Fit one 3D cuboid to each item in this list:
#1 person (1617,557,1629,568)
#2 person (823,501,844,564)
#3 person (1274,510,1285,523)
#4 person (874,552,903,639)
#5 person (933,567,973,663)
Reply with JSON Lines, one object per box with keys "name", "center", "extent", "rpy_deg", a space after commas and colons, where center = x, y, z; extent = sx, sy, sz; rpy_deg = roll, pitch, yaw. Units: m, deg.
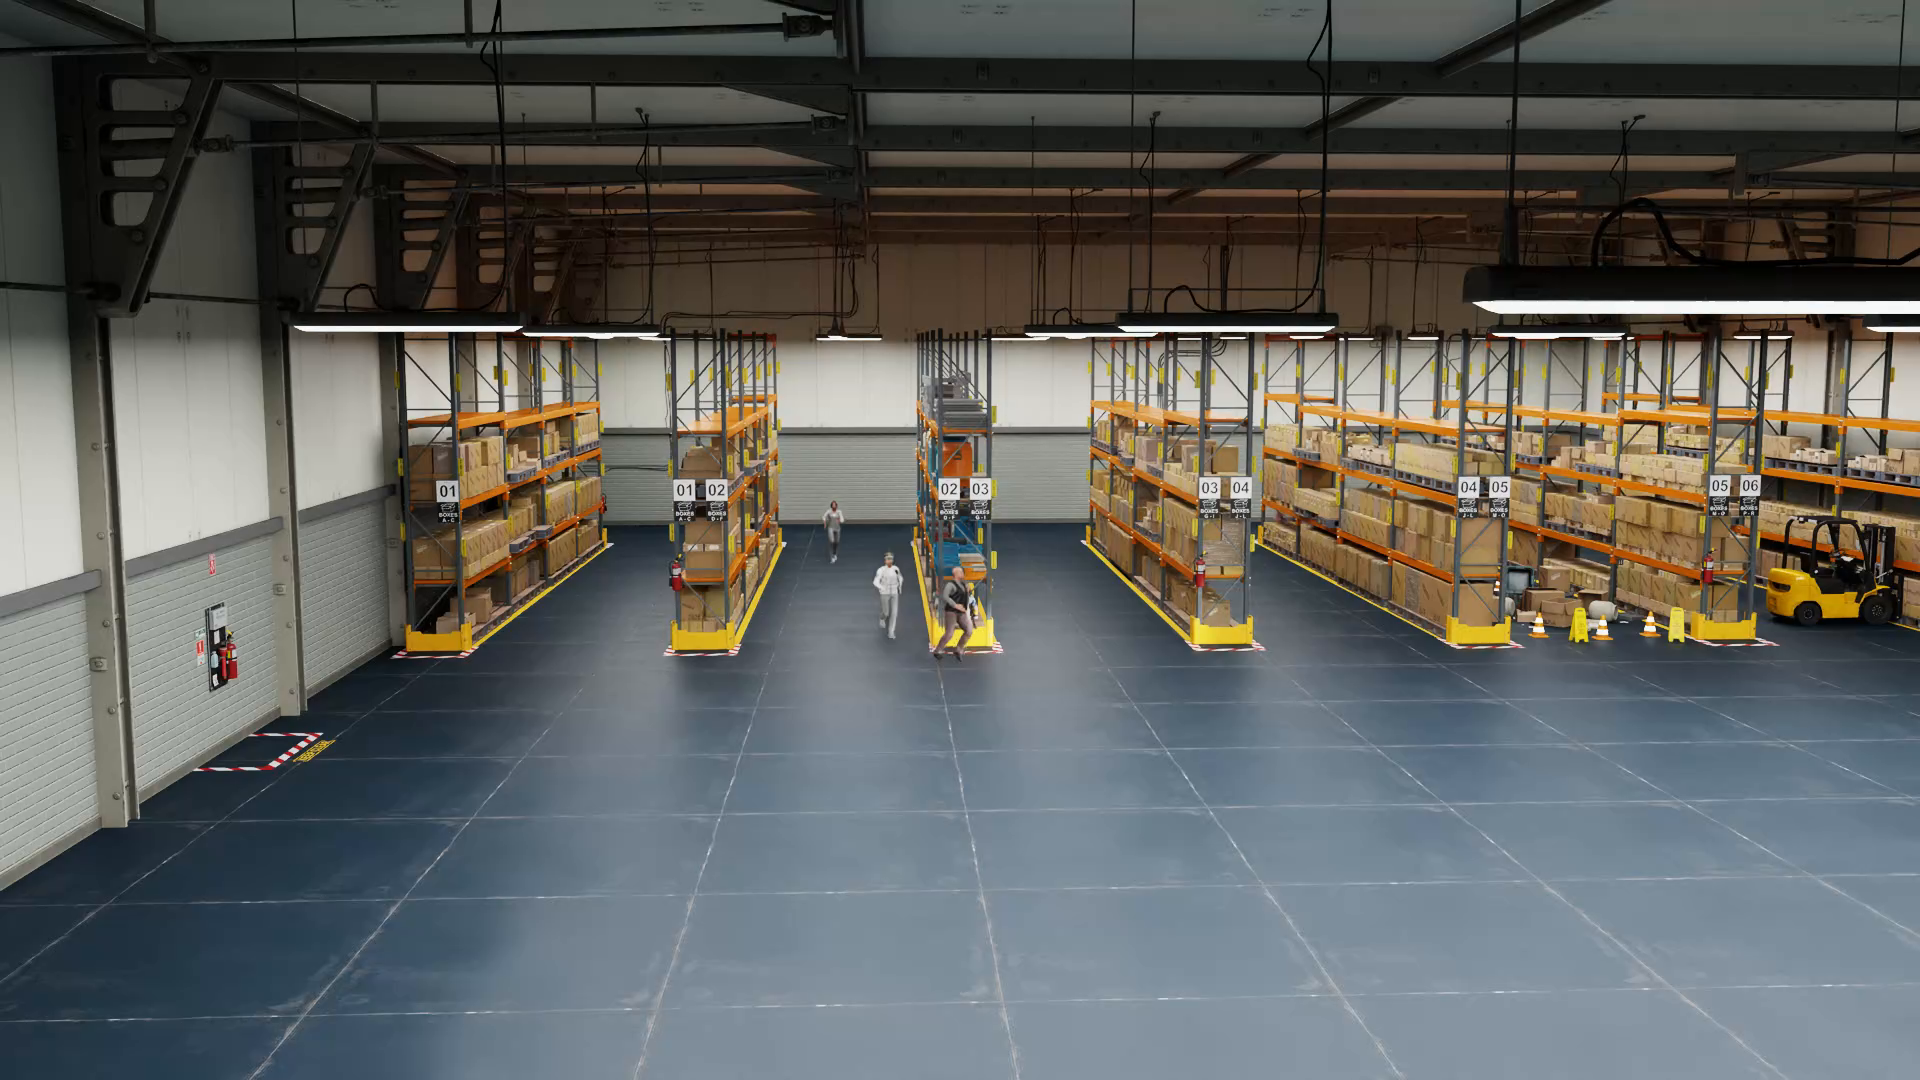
{"name": "person", "center": [16.899, -0.095, 42.529], "extent": [0.614, 1.662, 0.637], "rpy_deg": [-1, 7, -9]}
{"name": "person", "center": [-3.312, -0.217, 43.642], "extent": [0.510, 1.645, 0.733], "rpy_deg": [-2, 7, -16]}
{"name": "person", "center": [9.546, -0.875, 49.142], "extent": [0.788, 1.631, 0.568], "rpy_deg": [-3, 7, -22]}
{"name": "person", "center": [-1.381, 1.062, 32.570], "extent": [0.616, 1.676, 0.806], "rpy_deg": [-2, 7, -17]}
{"name": "person", "center": [-0.062, 1.348, 30.117], "extent": [0.674, 1.721, 0.712], "rpy_deg": [5, 9, 38]}
